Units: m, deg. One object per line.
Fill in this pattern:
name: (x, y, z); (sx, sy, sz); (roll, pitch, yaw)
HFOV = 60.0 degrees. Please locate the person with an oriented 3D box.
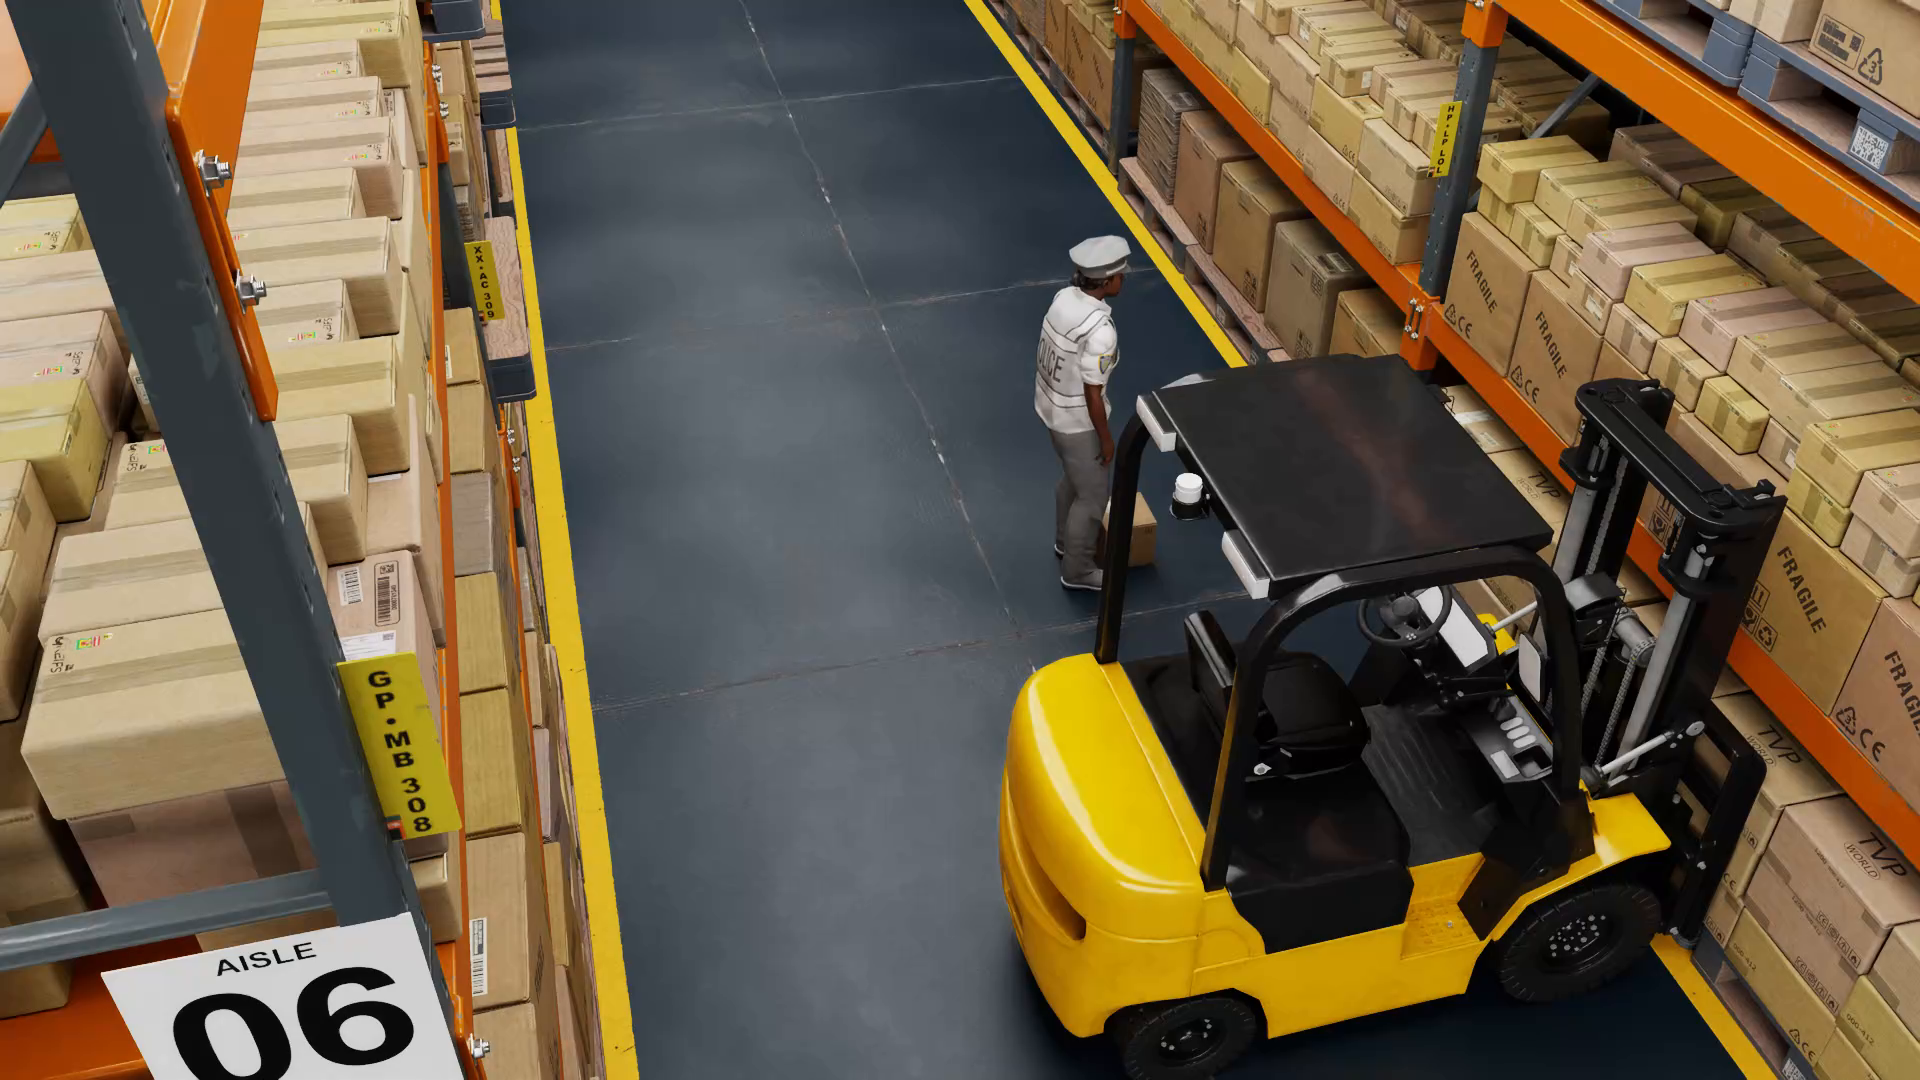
person: (0.560, -0.553, 7.408); (0.421, 1.664, 0.532); (-11, 40, -14)
